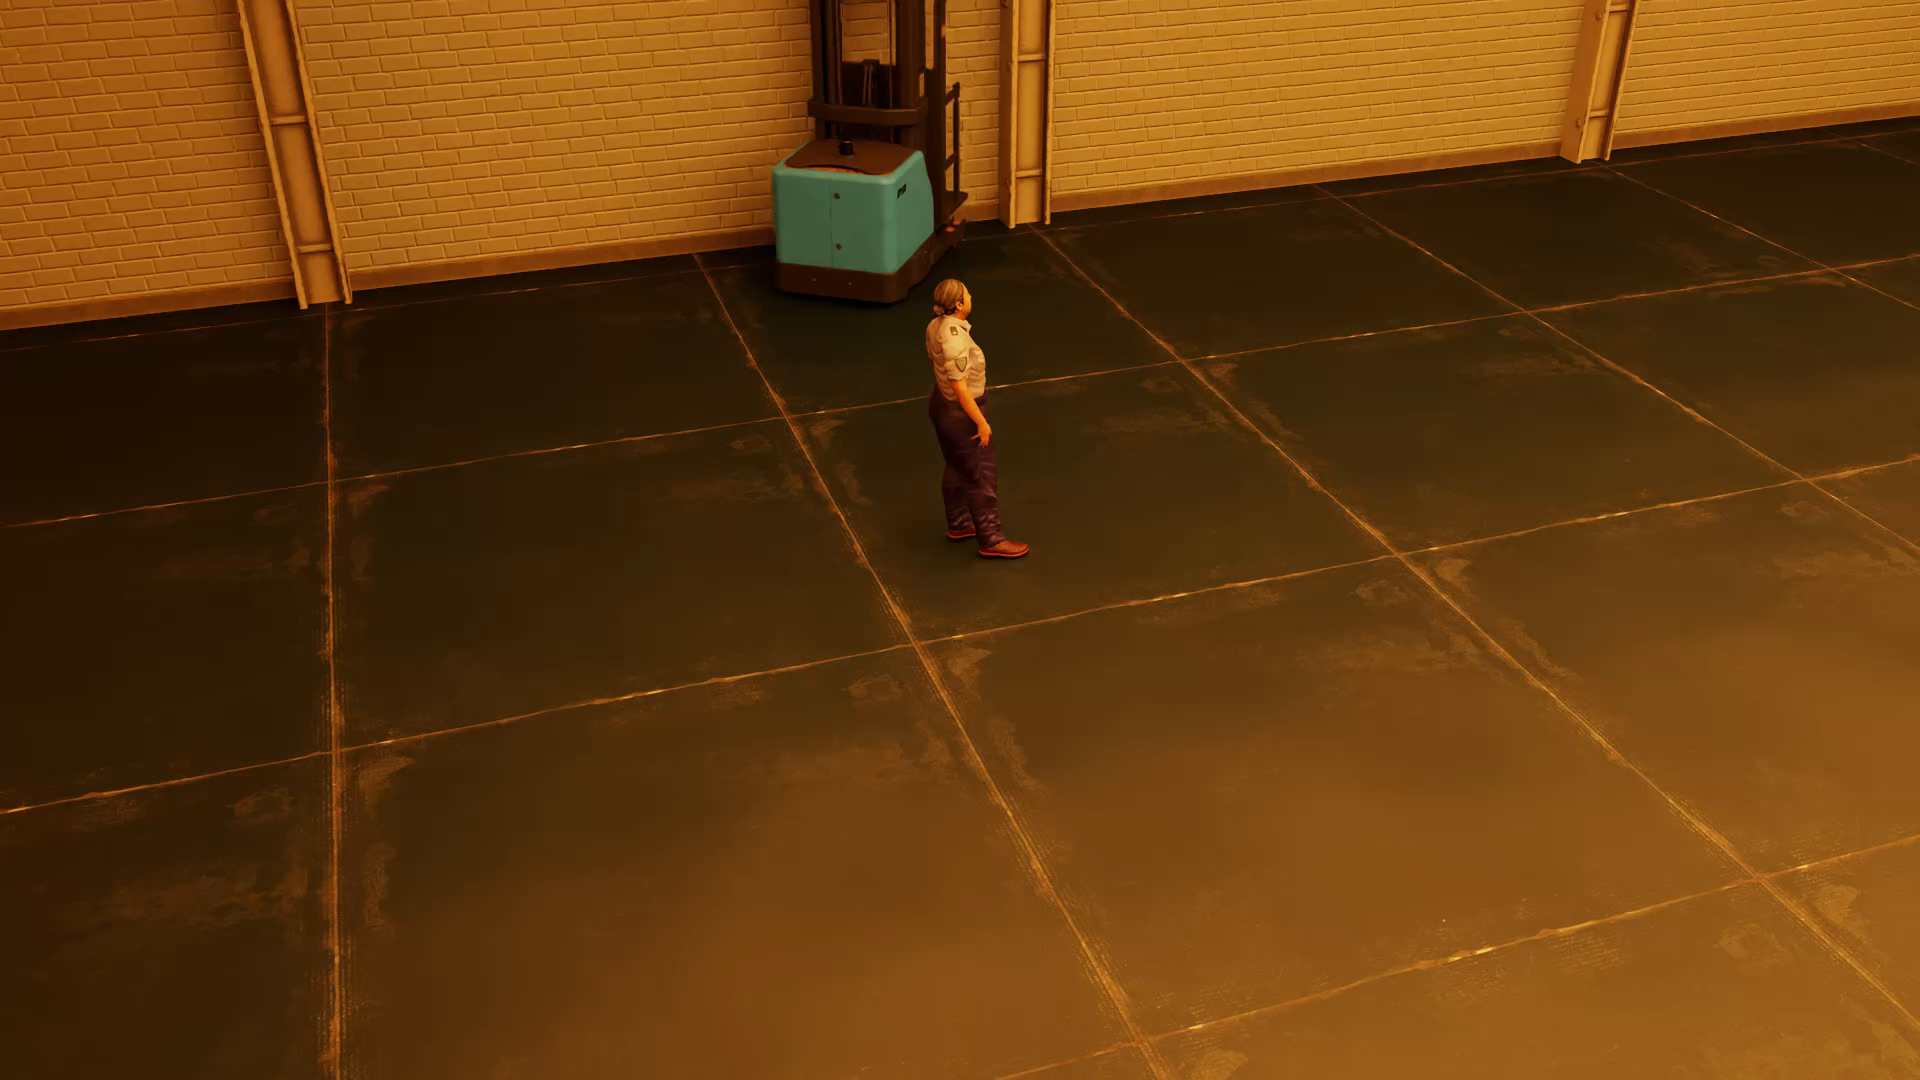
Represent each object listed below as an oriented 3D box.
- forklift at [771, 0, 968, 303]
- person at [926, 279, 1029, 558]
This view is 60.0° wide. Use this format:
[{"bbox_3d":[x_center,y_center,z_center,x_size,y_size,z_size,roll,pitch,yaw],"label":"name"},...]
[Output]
[{"bbox_3d":[-0.580,-3.866,13.807,1.130,2.935,3.031,8,31,14],"label":"forklift"},{"bbox_3d":[0.093,-0.723,9.617,0.502,1.651,0.598,-10,31,-16],"label":"person"}]
